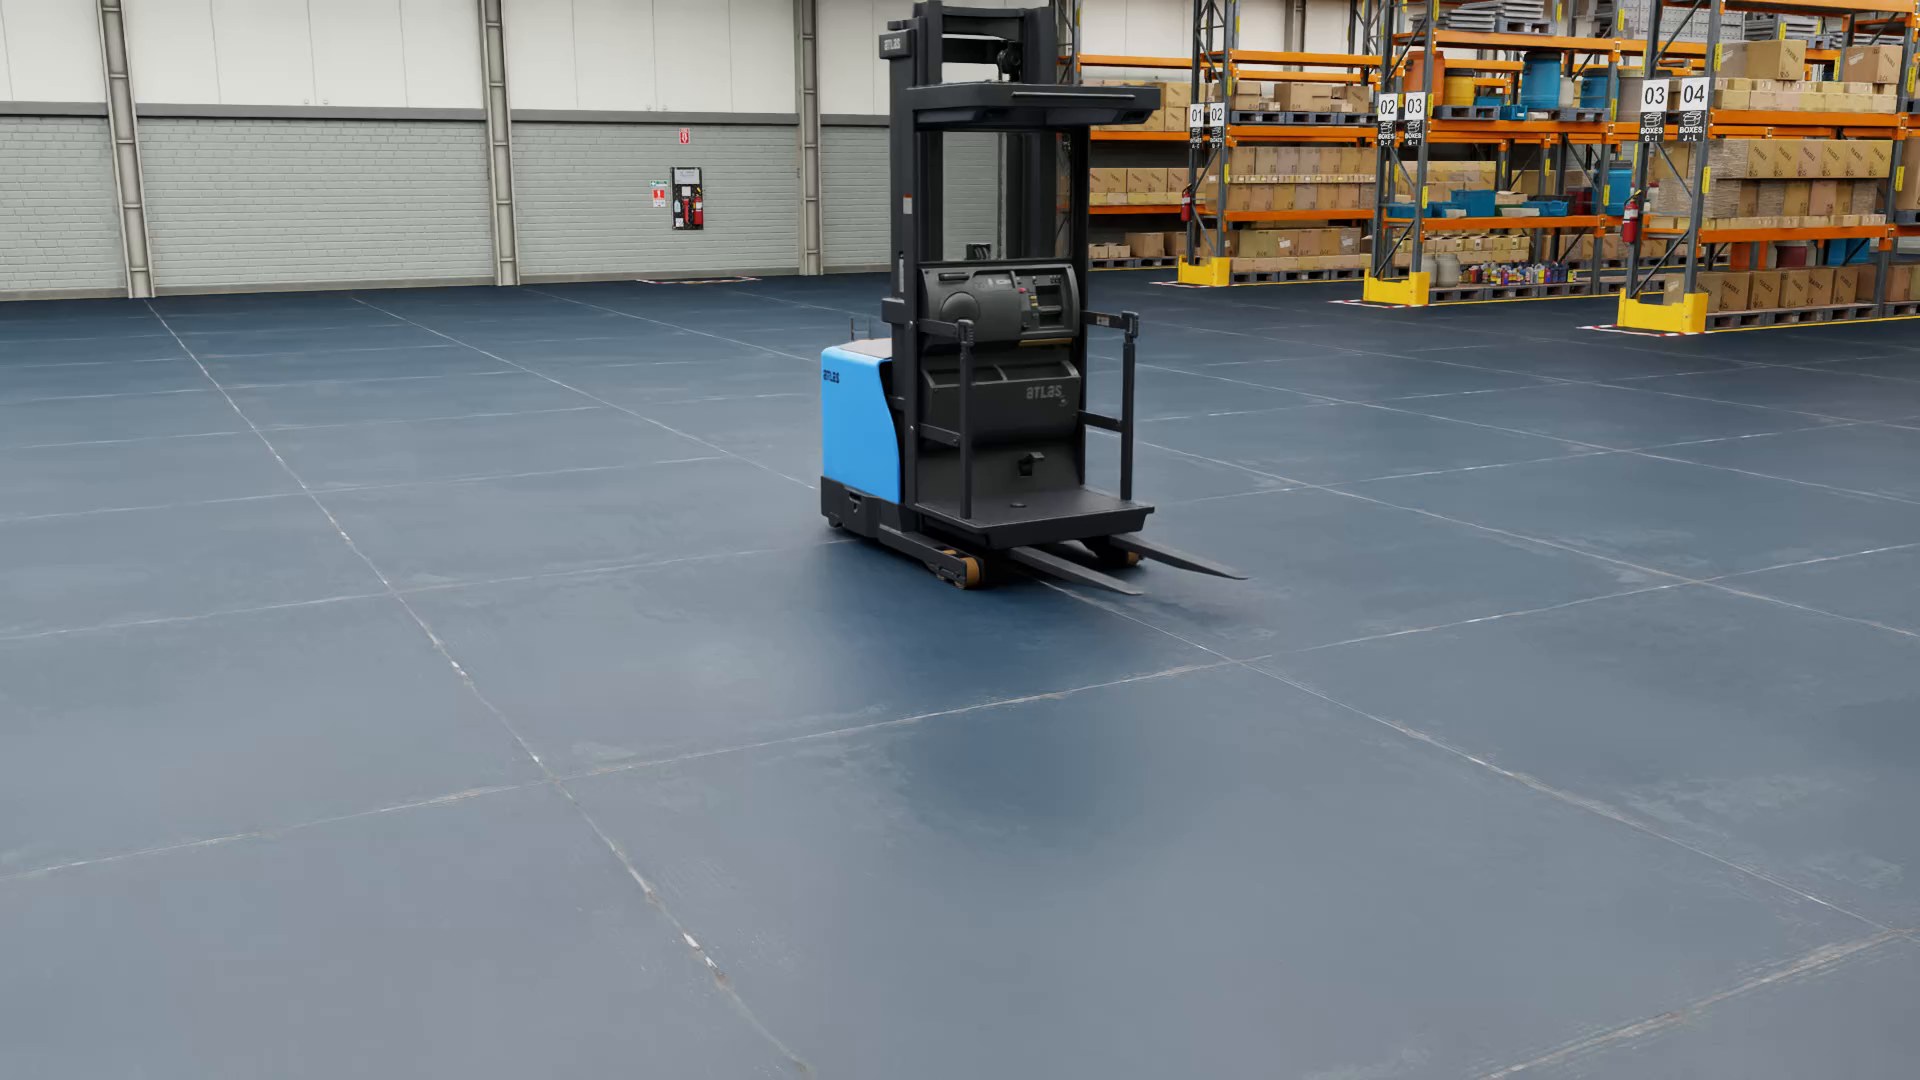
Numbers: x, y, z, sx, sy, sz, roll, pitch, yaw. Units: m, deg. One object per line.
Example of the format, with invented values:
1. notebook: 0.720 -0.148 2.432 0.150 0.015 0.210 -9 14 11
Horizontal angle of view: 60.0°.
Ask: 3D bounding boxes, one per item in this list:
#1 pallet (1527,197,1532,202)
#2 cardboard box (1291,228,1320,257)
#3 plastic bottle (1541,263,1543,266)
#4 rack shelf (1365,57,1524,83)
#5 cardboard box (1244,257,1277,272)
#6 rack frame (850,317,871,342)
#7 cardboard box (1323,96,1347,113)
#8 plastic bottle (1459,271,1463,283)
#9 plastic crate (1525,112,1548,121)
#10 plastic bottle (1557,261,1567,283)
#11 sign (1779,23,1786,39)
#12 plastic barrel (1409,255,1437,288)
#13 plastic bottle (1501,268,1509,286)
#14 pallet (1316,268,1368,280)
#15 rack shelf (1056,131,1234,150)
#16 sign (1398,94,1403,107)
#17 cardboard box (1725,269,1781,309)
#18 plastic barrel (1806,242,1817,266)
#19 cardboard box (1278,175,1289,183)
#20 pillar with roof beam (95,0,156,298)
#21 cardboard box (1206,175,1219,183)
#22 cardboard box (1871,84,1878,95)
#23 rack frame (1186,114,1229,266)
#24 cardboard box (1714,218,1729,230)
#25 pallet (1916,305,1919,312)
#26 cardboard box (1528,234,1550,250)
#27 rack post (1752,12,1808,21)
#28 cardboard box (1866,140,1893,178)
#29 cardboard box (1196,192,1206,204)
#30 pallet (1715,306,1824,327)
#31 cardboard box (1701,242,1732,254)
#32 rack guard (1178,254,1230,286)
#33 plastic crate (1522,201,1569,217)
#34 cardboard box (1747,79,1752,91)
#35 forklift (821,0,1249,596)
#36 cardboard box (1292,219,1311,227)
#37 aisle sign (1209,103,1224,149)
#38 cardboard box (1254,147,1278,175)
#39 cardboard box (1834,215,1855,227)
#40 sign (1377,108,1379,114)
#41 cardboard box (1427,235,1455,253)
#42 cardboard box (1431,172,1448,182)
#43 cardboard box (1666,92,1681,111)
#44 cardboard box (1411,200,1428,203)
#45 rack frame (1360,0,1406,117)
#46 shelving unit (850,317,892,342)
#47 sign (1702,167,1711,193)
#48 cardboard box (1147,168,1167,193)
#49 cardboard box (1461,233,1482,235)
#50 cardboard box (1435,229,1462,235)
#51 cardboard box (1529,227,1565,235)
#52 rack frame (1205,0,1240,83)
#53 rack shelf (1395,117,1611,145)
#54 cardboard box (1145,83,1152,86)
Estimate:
1. pallet: 12.066 -7.003 34.331 1.003 0.211 1.213 -7 14 -28
2. cardboard box: 6.378 -5.570 31.125 0.500 0.500 0.500 -7 14 -28
3. plastic bottle: 9.874 -4.570 28.297 0.097 0.271 0.097 0 13 0
4. rack shelf: 9.750 -9.182 32.462 4.000 0.370 1.077 -7 14 -28
5. cardboard box: 5.498 -5.100 30.746 0.500 0.250 0.500 -7 14 -28
6. rack frame: -0.593 -0.766 10.248 0.015 1.200 0.240 -8 12 -31
7. cardboard box: 6.952 -8.225 31.420 0.500 0.311 0.500 -8 15 -31
8. plastic bottle: 8.255 -4.342 27.442 0.097 0.201 0.097 0 13 0
9. plastic crate: 9.149 -6.724 26.422 0.396 0.136 0.243 -7 14 -28
10. plastic bottle: 9.937 -4.435 27.514 0.185 0.351 0.144 -7 15 -29
11. sign: 14.145 -8.721 28.598 0.005 0.325 0.100 -7 14 -28
12. plastic barrel: 7.394 -4.290 26.550 0.421 0.512 0.421 0 13 0
13. plastic bottle: 8.801 -4.255 26.870 0.133 0.283 0.061 -7 14 -27
14. pallet: 7.276 -5.155 32.033 1.213 0.211 1.003 -7 14 -28
15. rack shelf: 3.862 -8.447 35.118 4.000 0.370 1.077 -7 14 -28
16. sign: 8.261 -8.238 31.193 0.005 0.325 0.100 -7 14 -28
17. cardboard box: 10.849 -3.440 22.799 0.500 0.500 0.500 -5 14 -23
18. plastic barrel: 15.740 -5.298 31.028 0.421 0.512 0.421 0 13 0
19. cardboard box: 5.836 -6.644 30.594 0.250 0.149 0.380 -7 15 -30
20. pillar with roof beam: -11.430 -7.568 22.742 0.400 9.000 9.100 -7 14 -28
21. cardboard box: 4.727 -6.612 30.453 0.250 0.149 0.380 -7 15 -29
22. cardboard box: 12.312 -6.166 22.775 0.250 0.149 0.380 -7 14 -27
23. rack frame: 4.483 -6.170 30.193 0.127 3.000 1.000 -7 14 -28
24. cardboard box: 9.819 -4.144 21.765 0.250 0.149 0.380 -7 14 -28
25. pallet: 14.492 -3.532 24.824 1.213 0.211 1.003 -7 14 -28
26. cardboard box: 12.213 -6.150 34.797 0.500 0.500 0.500 -6 14 -26
27. rack post: 14.512 -9.336 29.422 0.986 0.289 0.624 -7 14 -28
28. cardboard box: 12.474 -5.263 22.979 0.500 0.500 0.500 -7 14 -28
29. cardboard box: 4.905 -7.322 35.610 0.500 0.250 0.500 -7 14 -28
30. pallet: 11.093 -3.114 22.966 1.213 0.211 1.003 -7 14 -28
31. cardboard box: 16.663 -6.628 36.911 0.637 0.503 0.797 -7 14 -28
32. rack guard: 4.462 -4.948 30.456 0.348 0.500 1.175 -7 14 -28
33. plastic crate: 9.523 -5.394 27.086 0.616 0.251 0.499 -7 14 -28
34. cardboard box: 10.015 -5.889 21.544 0.250 0.149 0.380 -7 15 -29
35. forklift: 0.330 -1.292 8.674 1.130 2.935 3.031 -7 14 -29
36. cardboard box: 7.542 -7.138 37.478 0.500 0.250 0.500 -7 14 -28
37. aisle sign: 4.572 -7.372 29.615 0.004 0.787 0.394 -7 14 -28
38. cardboard box: 5.404 -6.960 30.522 0.500 0.500 0.700 -7 15 -29
39. cardboard box: 12.051 -4.392 22.867 0.250 0.149 0.380 -7 14 -28
40. sign: 9.386 -9.577 37.321 0.005 0.325 0.100 -7 14 -28
41. cardboard box: 9.372 -5.830 32.709 0.500 0.311 0.500 -7 15 -30
42. cardboard box: 11.031 -8.333 38.853 0.500 0.500 0.500 -6 14 -26
43. cardboard box: 9.528 -5.750 21.838 0.500 0.250 0.500 -6 14 -27
44. cardboard box: 8.870 -6.522 32.329 0.250 0.149 0.380 -7 14 -28
45. rack frame: 7.994 -9.518 31.404 0.127 3.000 1.000 -7 14 -28
46. shelving unit: -0.387 -0.795 10.376 0.503 1.200 0.258 -8 12 -31
47. sign: 9.487 -4.578 21.149 0.005 0.325 0.100 -7 14 -28
48. cardboard box: 4.012 -7.579 35.041 0.500 0.500 0.500 -6 14 -26
49. cardboard box: 10.448 -6.093 33.881 0.500 0.311 0.500 -7 15 -29
50. cardboard box: 11.352 -7.355 39.399 0.750 0.750 0.750 -6 14 -26
51. cardboard box: 12.261 -6.523 34.745 0.500 0.250 0.500 -6 14 -26
52. rack frame: 5.617 -10.472 35.644 0.127 3.000 1.000 -7 14 -28
53. rack shelf: 8.609 -6.538 26.634 4.000 0.370 1.077 -7 14 -28
54. cardboard box: 3.721 -9.388 35.111 0.500 0.500 0.500 -7 14 -28
